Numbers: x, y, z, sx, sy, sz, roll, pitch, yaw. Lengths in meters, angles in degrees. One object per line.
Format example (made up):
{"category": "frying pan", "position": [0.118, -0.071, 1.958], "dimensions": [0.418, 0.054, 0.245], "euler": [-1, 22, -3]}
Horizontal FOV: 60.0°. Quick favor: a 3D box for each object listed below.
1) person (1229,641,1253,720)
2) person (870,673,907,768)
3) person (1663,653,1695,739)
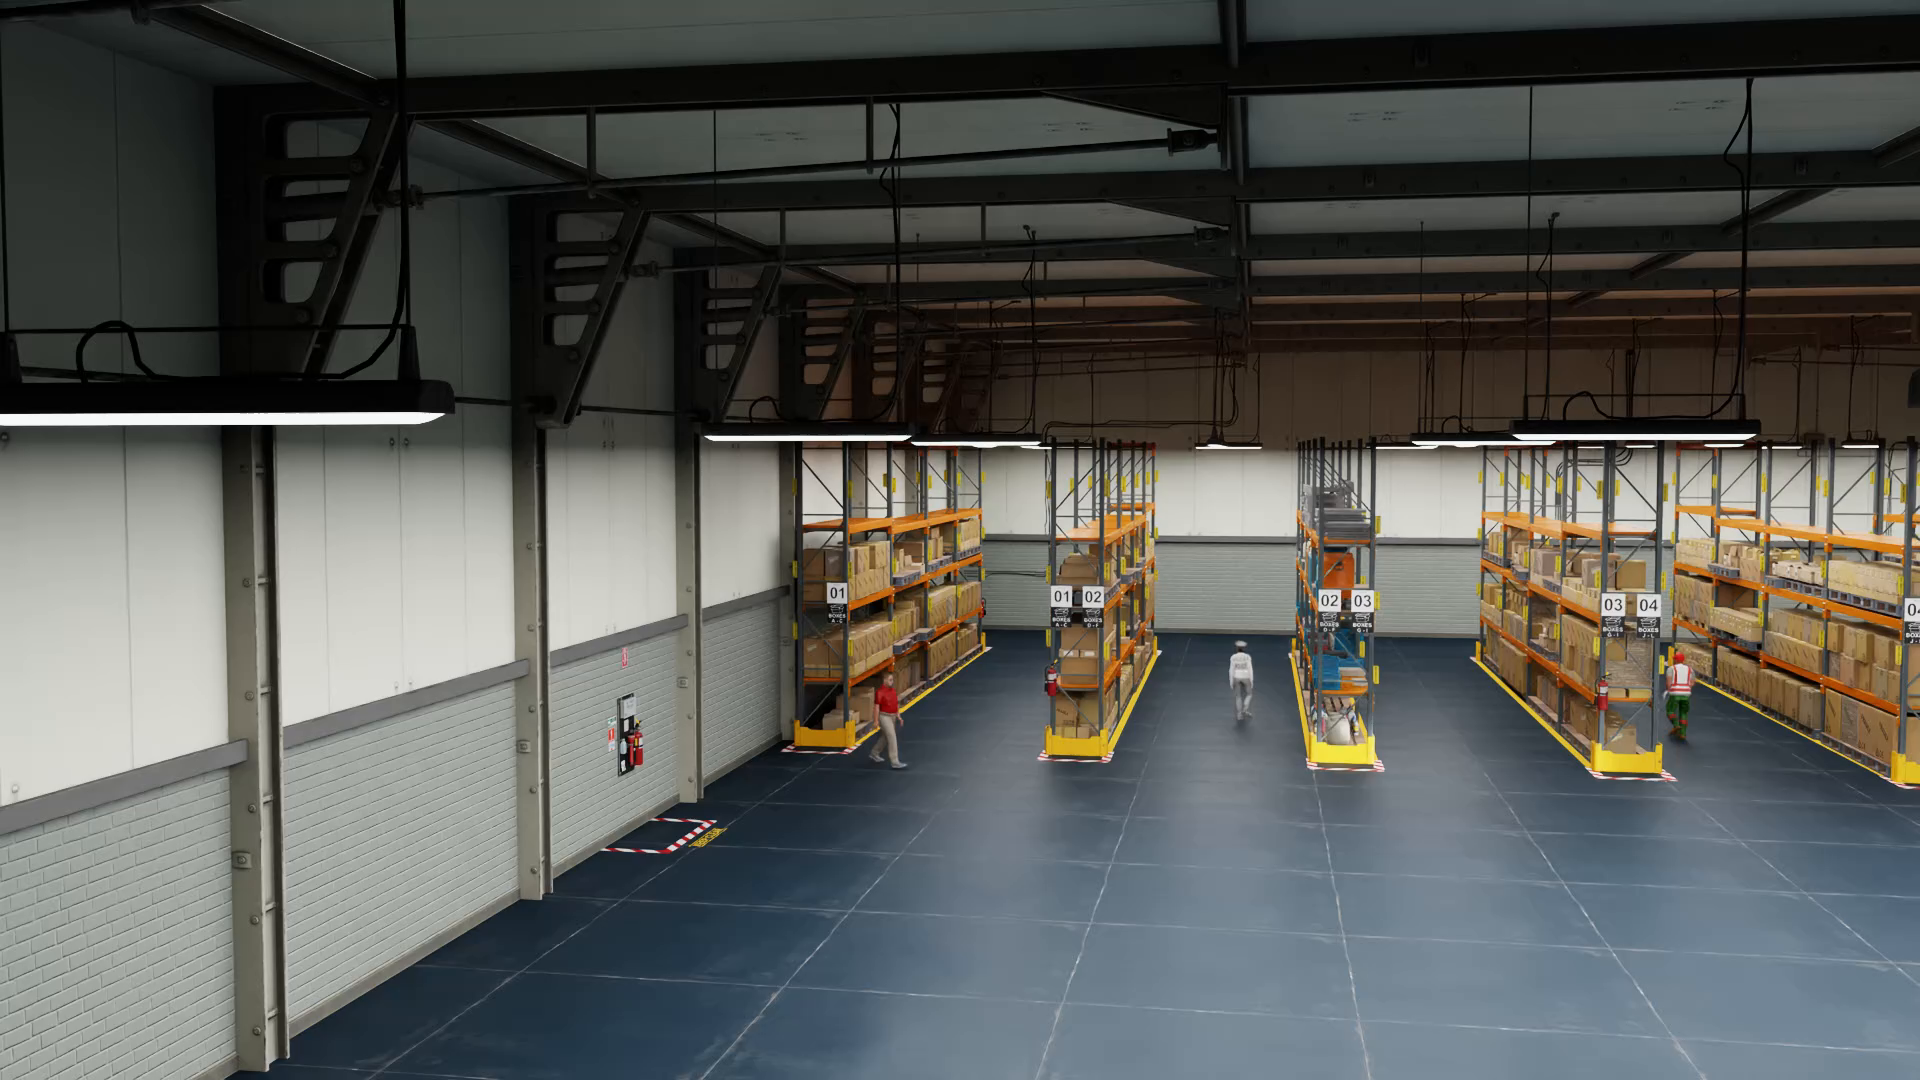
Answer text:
{"category": "person", "position": [6.003, 3.001, 35.503], "dimensions": [0.512, 1.672, 0.448], "euler": [1, 3, 19]}
{"category": "person", "position": [-1.304, 3.274, 30.351], "dimensions": [0.935, 1.688, 0.529], "euler": [1, 3, 25]}
{"category": "person", "position": [14.472, 3.120, 33.462], "dimensions": [0.636, 1.677, 0.790], "euler": [1, 3, 11]}
